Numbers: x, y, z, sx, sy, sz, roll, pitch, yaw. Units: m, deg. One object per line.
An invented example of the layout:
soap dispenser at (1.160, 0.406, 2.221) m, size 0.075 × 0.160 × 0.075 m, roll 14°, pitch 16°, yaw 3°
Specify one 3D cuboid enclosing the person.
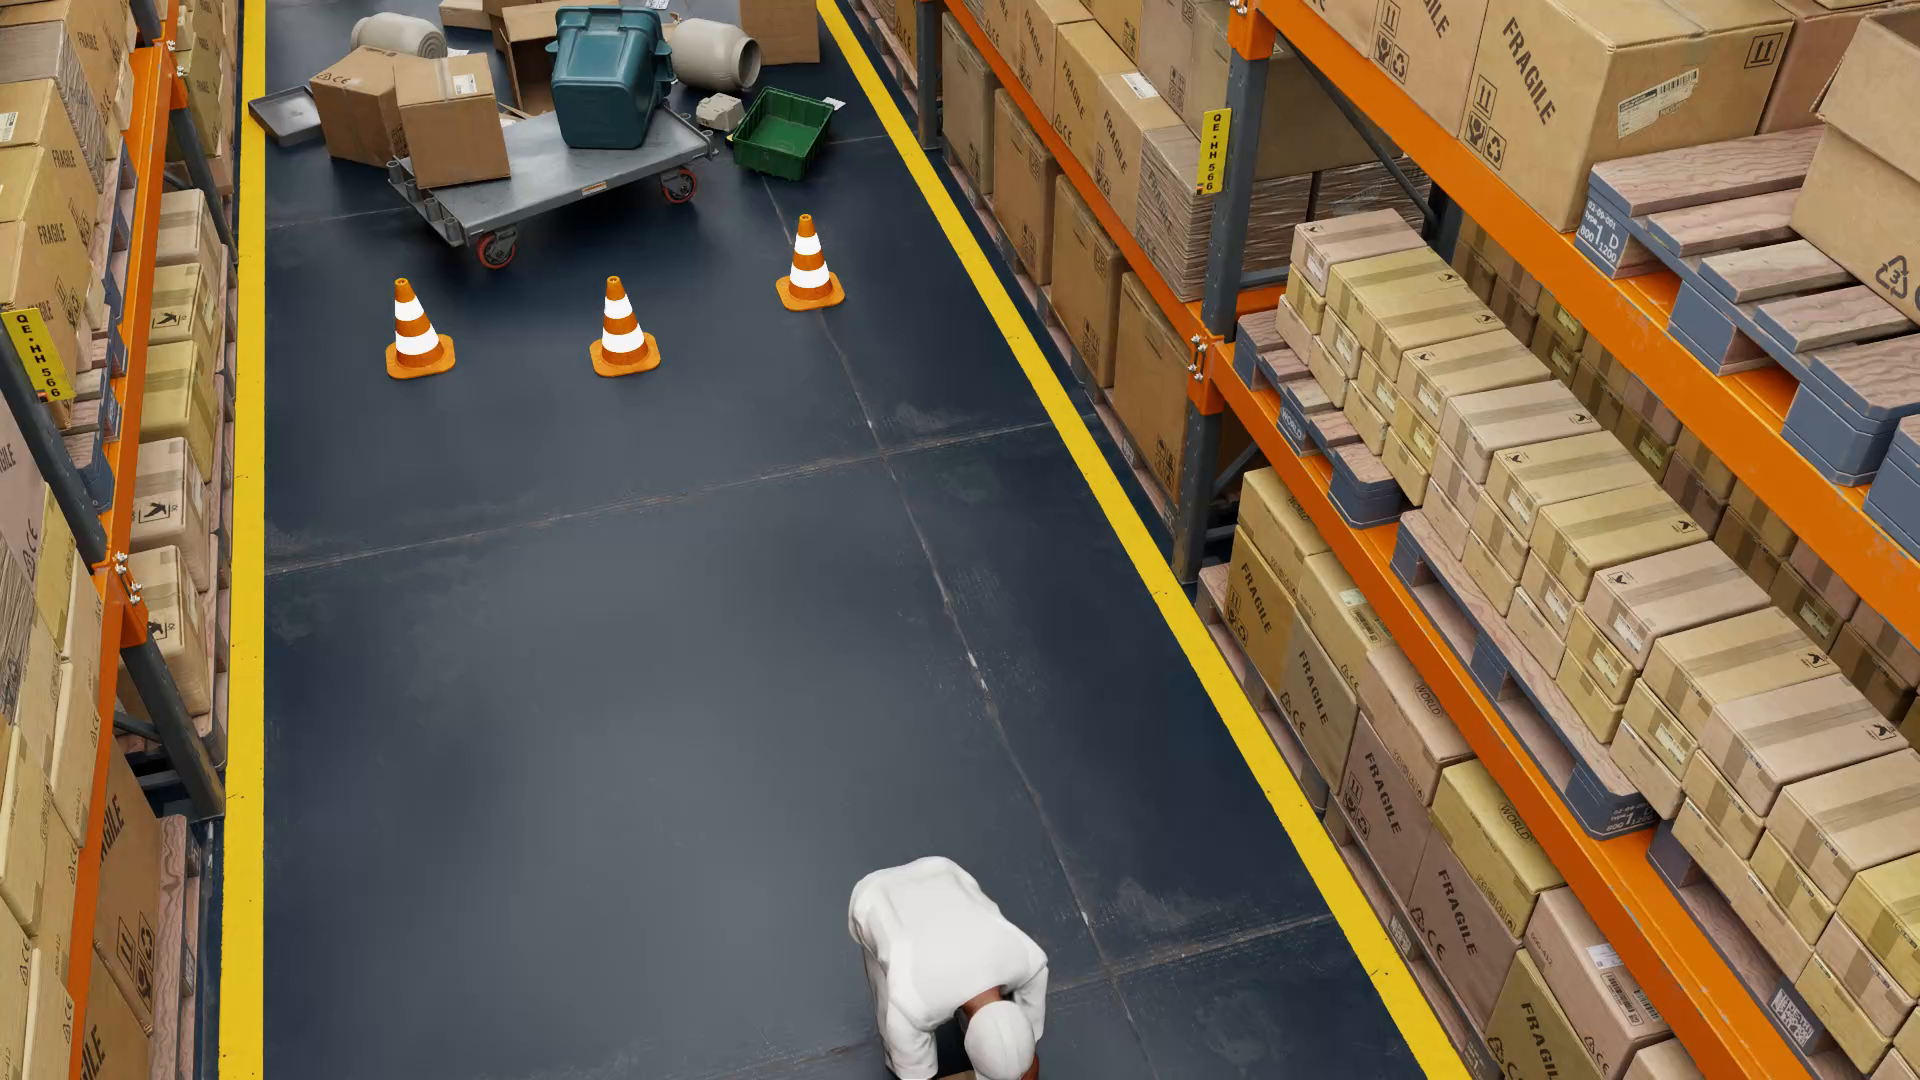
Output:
person at (-0.086, 0.965, 5.073) m, size 0.607 × 1.762 × 0.449 m, roll -13°, pitch 44°, yaw -14°
